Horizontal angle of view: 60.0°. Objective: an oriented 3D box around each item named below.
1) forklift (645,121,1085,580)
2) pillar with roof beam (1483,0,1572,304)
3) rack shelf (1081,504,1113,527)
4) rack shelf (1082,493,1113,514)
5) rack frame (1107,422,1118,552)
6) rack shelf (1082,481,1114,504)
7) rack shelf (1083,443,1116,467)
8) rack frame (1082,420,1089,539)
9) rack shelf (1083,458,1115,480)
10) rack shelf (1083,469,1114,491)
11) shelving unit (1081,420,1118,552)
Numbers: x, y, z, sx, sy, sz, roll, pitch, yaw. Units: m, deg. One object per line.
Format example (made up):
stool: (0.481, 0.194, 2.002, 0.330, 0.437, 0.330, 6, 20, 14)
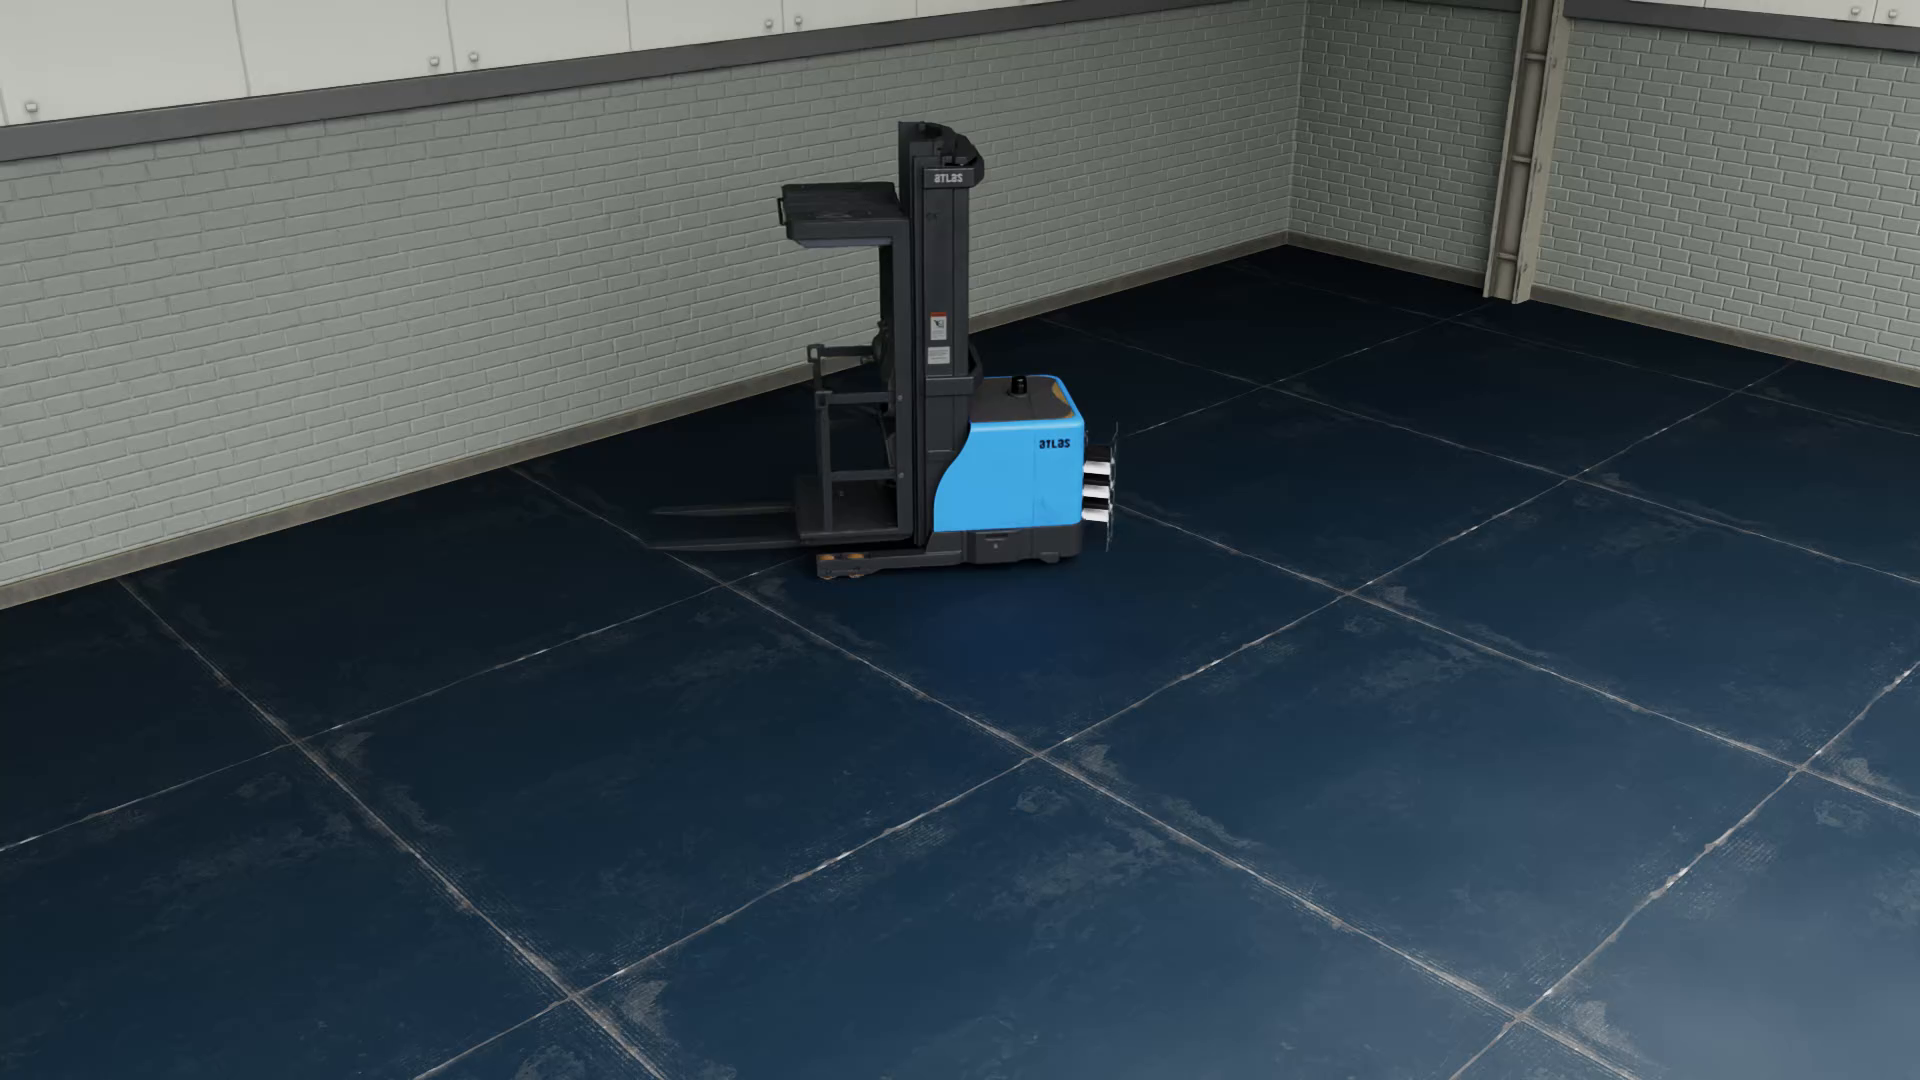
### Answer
forklift: (-0.696, -1.292, 11.348, 3.031, 2.935, 1.130, -3, 25, -7)
pillar with roof beam: (2.677, -5.455, 13.162, 9.100, 9.000, 0.400, -21, 32, -38)
rack shelf: (0.978, -0.187, 11.885, 0.200, 0.077, 0.258, 6, 25, 12)
rack shelf: (0.978, -0.269, 11.848, 0.200, 0.077, 0.258, 6, 25, 12)
rack frame: (1.078, -0.371, 11.775, 0.006, 0.900, 0.240, 6, 25, 12)
rack shelf: (0.979, -0.350, 11.810, 0.200, 0.077, 0.258, 6, 25, 12)
rack shelf: (0.979, -0.596, 11.698, 0.200, 0.077, 0.258, 6, 25, 12)
rack frame: (0.880, -0.391, 11.818, 0.006, 0.900, 0.240, 6, 25, 12)
rack shelf: (0.979, -0.514, 11.736, 0.200, 0.077, 0.258, 6, 25, 12)
rack shelf: (0.979, -0.432, 11.773, 0.200, 0.077, 0.258, 6, 25, 12)
shelving unit: (0.979, -0.381, 11.797, 0.210, 0.900, 0.258, 6, 25, 12)
